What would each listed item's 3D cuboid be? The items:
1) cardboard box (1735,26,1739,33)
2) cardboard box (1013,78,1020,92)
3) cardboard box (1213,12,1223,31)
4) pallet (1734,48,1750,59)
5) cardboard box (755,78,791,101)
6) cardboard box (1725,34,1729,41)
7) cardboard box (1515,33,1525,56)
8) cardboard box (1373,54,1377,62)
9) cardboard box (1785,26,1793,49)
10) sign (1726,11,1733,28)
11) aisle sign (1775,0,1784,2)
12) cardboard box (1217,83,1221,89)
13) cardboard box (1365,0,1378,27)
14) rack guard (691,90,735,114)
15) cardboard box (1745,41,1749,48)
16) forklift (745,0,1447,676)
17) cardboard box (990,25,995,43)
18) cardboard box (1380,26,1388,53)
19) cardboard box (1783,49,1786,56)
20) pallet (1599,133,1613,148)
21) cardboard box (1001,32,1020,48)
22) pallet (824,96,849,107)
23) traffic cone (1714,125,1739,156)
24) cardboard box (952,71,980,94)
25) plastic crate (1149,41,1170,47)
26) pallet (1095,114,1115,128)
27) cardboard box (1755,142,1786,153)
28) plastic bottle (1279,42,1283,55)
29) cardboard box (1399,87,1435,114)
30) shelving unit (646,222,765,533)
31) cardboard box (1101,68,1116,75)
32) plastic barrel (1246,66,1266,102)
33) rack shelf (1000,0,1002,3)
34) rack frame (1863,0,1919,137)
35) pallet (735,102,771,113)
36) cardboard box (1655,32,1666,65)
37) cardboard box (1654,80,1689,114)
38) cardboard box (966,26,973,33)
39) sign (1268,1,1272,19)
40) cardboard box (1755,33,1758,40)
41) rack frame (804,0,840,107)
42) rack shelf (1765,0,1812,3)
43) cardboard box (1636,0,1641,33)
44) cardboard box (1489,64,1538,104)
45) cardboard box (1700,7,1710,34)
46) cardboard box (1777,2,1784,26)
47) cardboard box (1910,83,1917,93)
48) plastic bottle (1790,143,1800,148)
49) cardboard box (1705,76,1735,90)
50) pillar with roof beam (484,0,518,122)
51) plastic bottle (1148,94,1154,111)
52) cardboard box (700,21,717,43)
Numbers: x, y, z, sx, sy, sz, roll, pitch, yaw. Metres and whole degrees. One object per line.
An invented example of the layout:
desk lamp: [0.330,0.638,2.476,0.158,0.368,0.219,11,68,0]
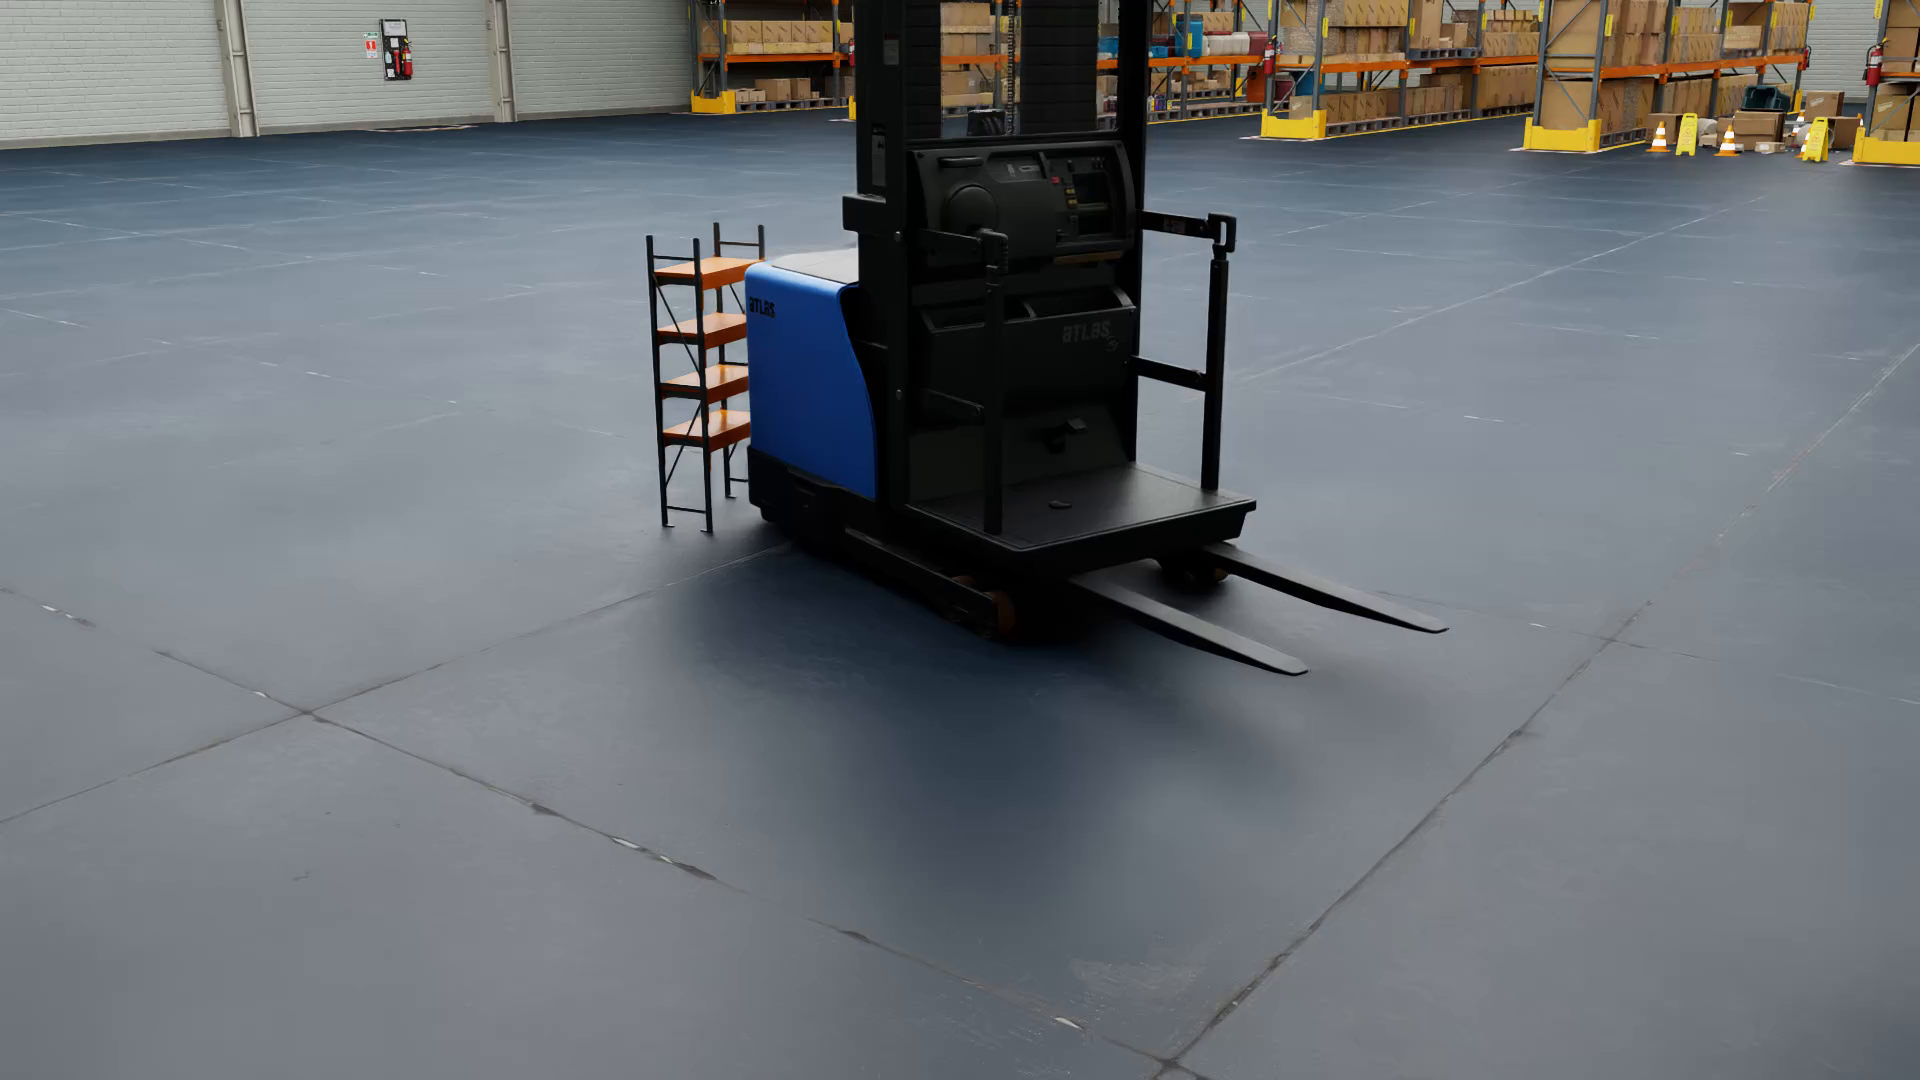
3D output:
cardboard box: [15.836,-10.538,34.334,0.380,0.149,0.250,14,22,37]
cardboard box: [1.268,-10.875,39.688,0.500,0.311,0.500,12,21,34]
cardboard box: [7.020,-14.531,46.624,0.500,0.500,0.500,13,22,36]
pallet: [15.926,-10.235,34.968,1.003,0.211,1.213,12,21,35]
cardboard box: [-4.543,-10.936,40.374,0.700,0.500,0.500,11,20,31]
cardboard box: [15.389,-10.215,33.795,0.380,0.149,0.250,14,22,37]
cardboard box: [12.574,-11.347,38.057,0.500,0.500,0.500,12,21,34]
cardboard box: [7.796,-9.284,32.005,0.380,0.149,0.250,12,21,35]
cardboard box: [18.574,-11.429,37.821,0.500,0.500,0.500,14,22,37]
sign: [15.227,-10.304,32.913,0.100,0.325,0.005,12,21,35]
aisle sign: [19.349,-13.065,39.375,0.394,0.787,0.004,12,21,35]
cardboard box: [7.230,-13.009,47.612,0.380,0.166,0.250,12,21,35]
cardboard box: [7.530,-9.951,31.372,0.500,0.500,0.500,12,21,35]
rack guard: [-5.799,-10.293,39.047,1.175,0.500,0.348,12,21,35]
cardboard box: [16.470,-10.504,35.225,0.380,0.149,0.250,11,21,32]
forklift: [0.364,-1.226,5.751,1.130,2.935,3.031,-12,21,-33]
cardboard box: [0.631,-14.130,46.485,0.500,0.500,0.500,12,21,35]
cardboard box: [7.829,-9.776,32.498,0.875,0.500,0.500,12,21,35]
cardboard box: [18.741,-11.215,38.222,0.380,0.149,0.250,11,21,32]
pallet: [10.427,-6.815,28.334,1.003,0.211,1.213,12,21,35]
cardboard box: [1.304,-11.900,39.839,0.500,0.500,0.500,14,22,39]
pallet: [-2.998,-11.276,42.697,1.003,0.211,1.213,12,21,35]
traffic cone: [12.175,-6.326,26.334,0.336,0.463,0.334,12,21,35]
cardboard box: [0.111,-10.527,38.247,0.500,0.500,0.500,12,21,35]
plastic crate: [4.081,-10.539,35.728,0.767,0.338,0.504,12,21,35]
pallet: [2.608,-8.605,34.099,1.003,0.211,1.213,12,21,35]
cardboard box: [13.207,-6.399,27.100,0.250,0.149,0.380,-7,19,-22]
plastic bottle: [7.629,-11.684,39.508,0.061,0.283,0.133,12,21,35]
cardboard box: [9.489,-9.198,34.779,0.700,0.500,0.500,10,20,30]
shelving unit: [-1.028,-0.684,6.925,0.258,1.200,0.503,8,19,23]
cardboard box: [3.908,-12.397,43.816,0.500,0.250,0.500,12,21,34]
plastic barrel: [7.156,-10.907,39.761,0.600,0.830,0.708,12,21,35]
rack shelf: [1.711,-13.112,40.066,1.077,0.370,4.000,12,21,35]
rack frame: [14.049,-7.092,24.523,1.000,3.000,0.127,12,21,35]
pallet: [-5.287,-10.343,39.693,1.003,0.211,1.213,12,21,35]
cardboard box: [12.186,-8.877,30.018,0.875,0.550,0.550,12,21,35]
cardboard box: [13.272,-8.414,31.866,1.050,0.750,0.750,12,21,35]
cardboard box: [0.071,-11.618,37.836,0.380,0.149,0.250,12,21,35]
sign: [5.656,-9.650,30.275,0.100,0.325,0.005,12,21,35]
cardboard box: [16.928,-10.831,35.776,0.380,0.149,0.250,13,21,35]
rack frame: [-3.461,-12.422,41.686,1.000,3.000,0.127,12,21,35]
rack shelf: [18.355,-12.366,37.662,1.077,0.370,4.000,12,21,35]
cardboard box: [11.173,-9.017,28.649,0.875,0.550,0.500,12,21,35]
cardboard box: [12.875,-10.731,39.116,1.225,0.875,0.875,12,21,35]
cardboard box: [14.204,-10.147,32.508,0.700,0.500,0.500,12,21,34]
cardboard box: [17.924,-11.658,36.872,0.500,0.500,0.500,12,21,33]
cardboard box: [14.792,-7.105,26.136,0.380,0.149,0.250,14,22,37]
plastic bottle: [14.157,-6.665,28.104,0.283,0.061,0.133,-16,23,-41]
cardboard box: [15.687,-9.455,34.375,0.500,0.250,0.500,12,21,34]
pillar with roof beam: [-6.240,-12.464,31.706,9.100,9.000,0.400,12,21,35]
plastic bottle: [4.036,-9.289,35.323,0.144,0.351,0.185,12,21,34]
cardboard box: [-5.734,-11.915,39.008,0.500,0.500,0.500,12,21,34]
